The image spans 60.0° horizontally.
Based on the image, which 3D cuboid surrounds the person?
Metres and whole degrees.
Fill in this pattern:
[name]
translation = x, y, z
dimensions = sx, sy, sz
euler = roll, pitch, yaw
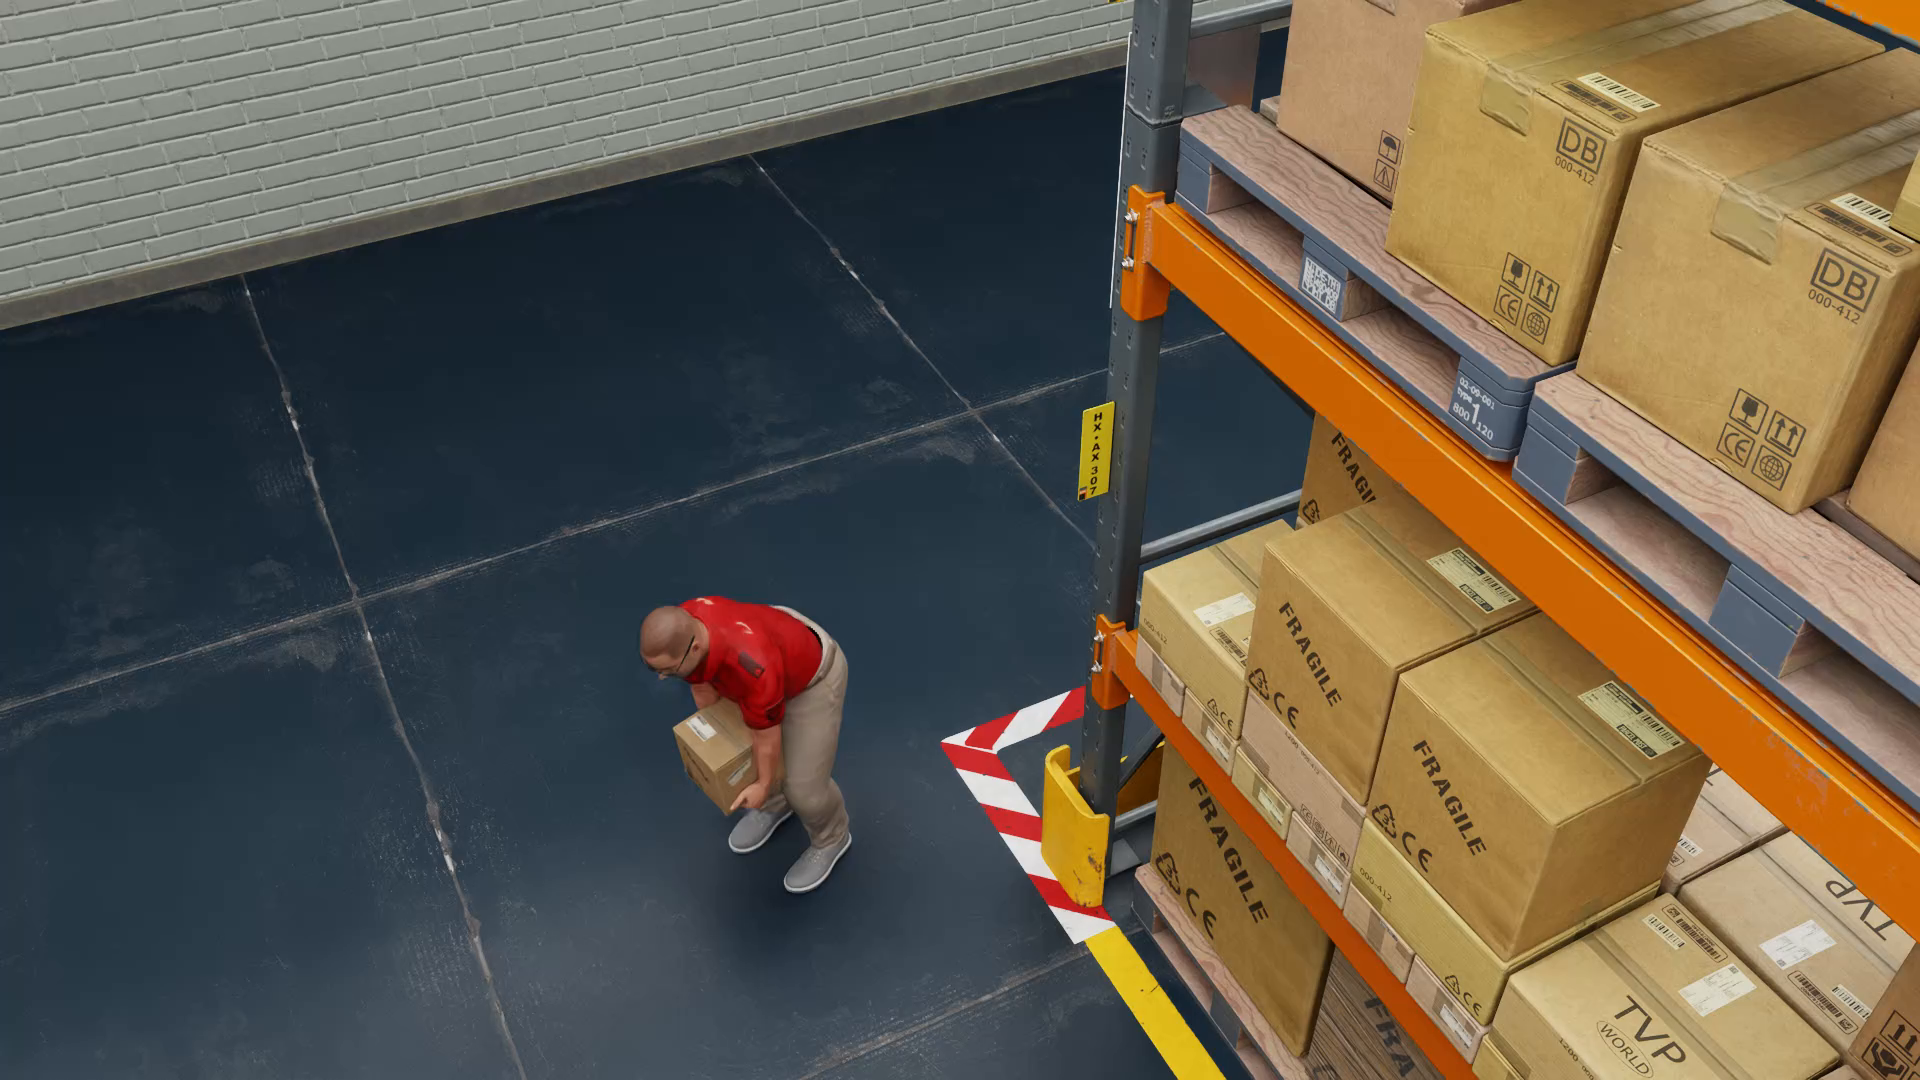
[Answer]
[person]
translation = -0.711, 0.639, 5.606
dimensions = 0.484, 1.513, 0.767
euler = 28, 48, 28
